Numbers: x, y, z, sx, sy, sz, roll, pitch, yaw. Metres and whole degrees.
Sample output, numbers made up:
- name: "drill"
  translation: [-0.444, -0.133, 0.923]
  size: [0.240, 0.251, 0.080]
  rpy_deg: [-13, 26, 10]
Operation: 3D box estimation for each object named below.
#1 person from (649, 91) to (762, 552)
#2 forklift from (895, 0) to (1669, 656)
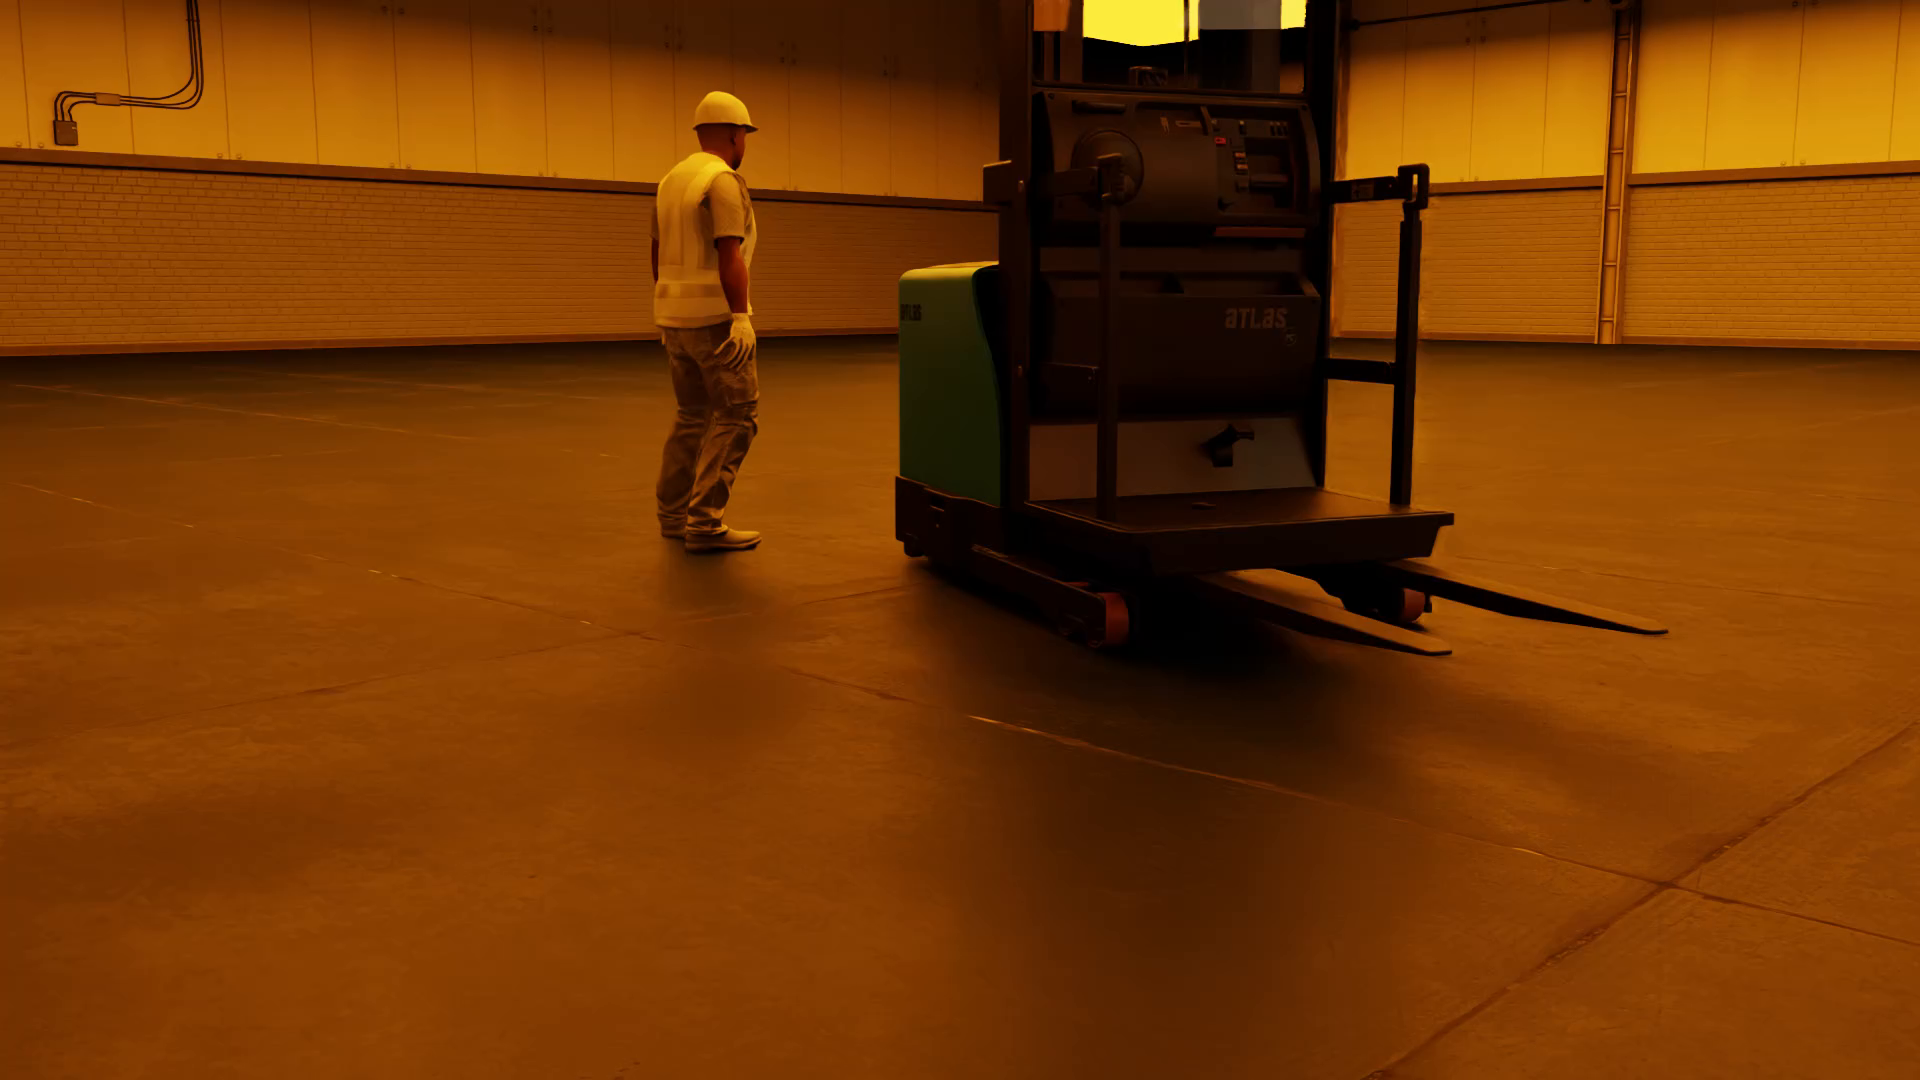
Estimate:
- name: "person"
  translation: [-0.966, -0.851, 6.488]
  size: [0.426, 1.751, 0.840]
  rpy_deg: [-6, 11, -36]
- name: "forklift"
  translation: [0.771, -1.212, 4.921]
  size: [1.130, 2.935, 3.031]
  rpy_deg: [-3, 9, -21]
